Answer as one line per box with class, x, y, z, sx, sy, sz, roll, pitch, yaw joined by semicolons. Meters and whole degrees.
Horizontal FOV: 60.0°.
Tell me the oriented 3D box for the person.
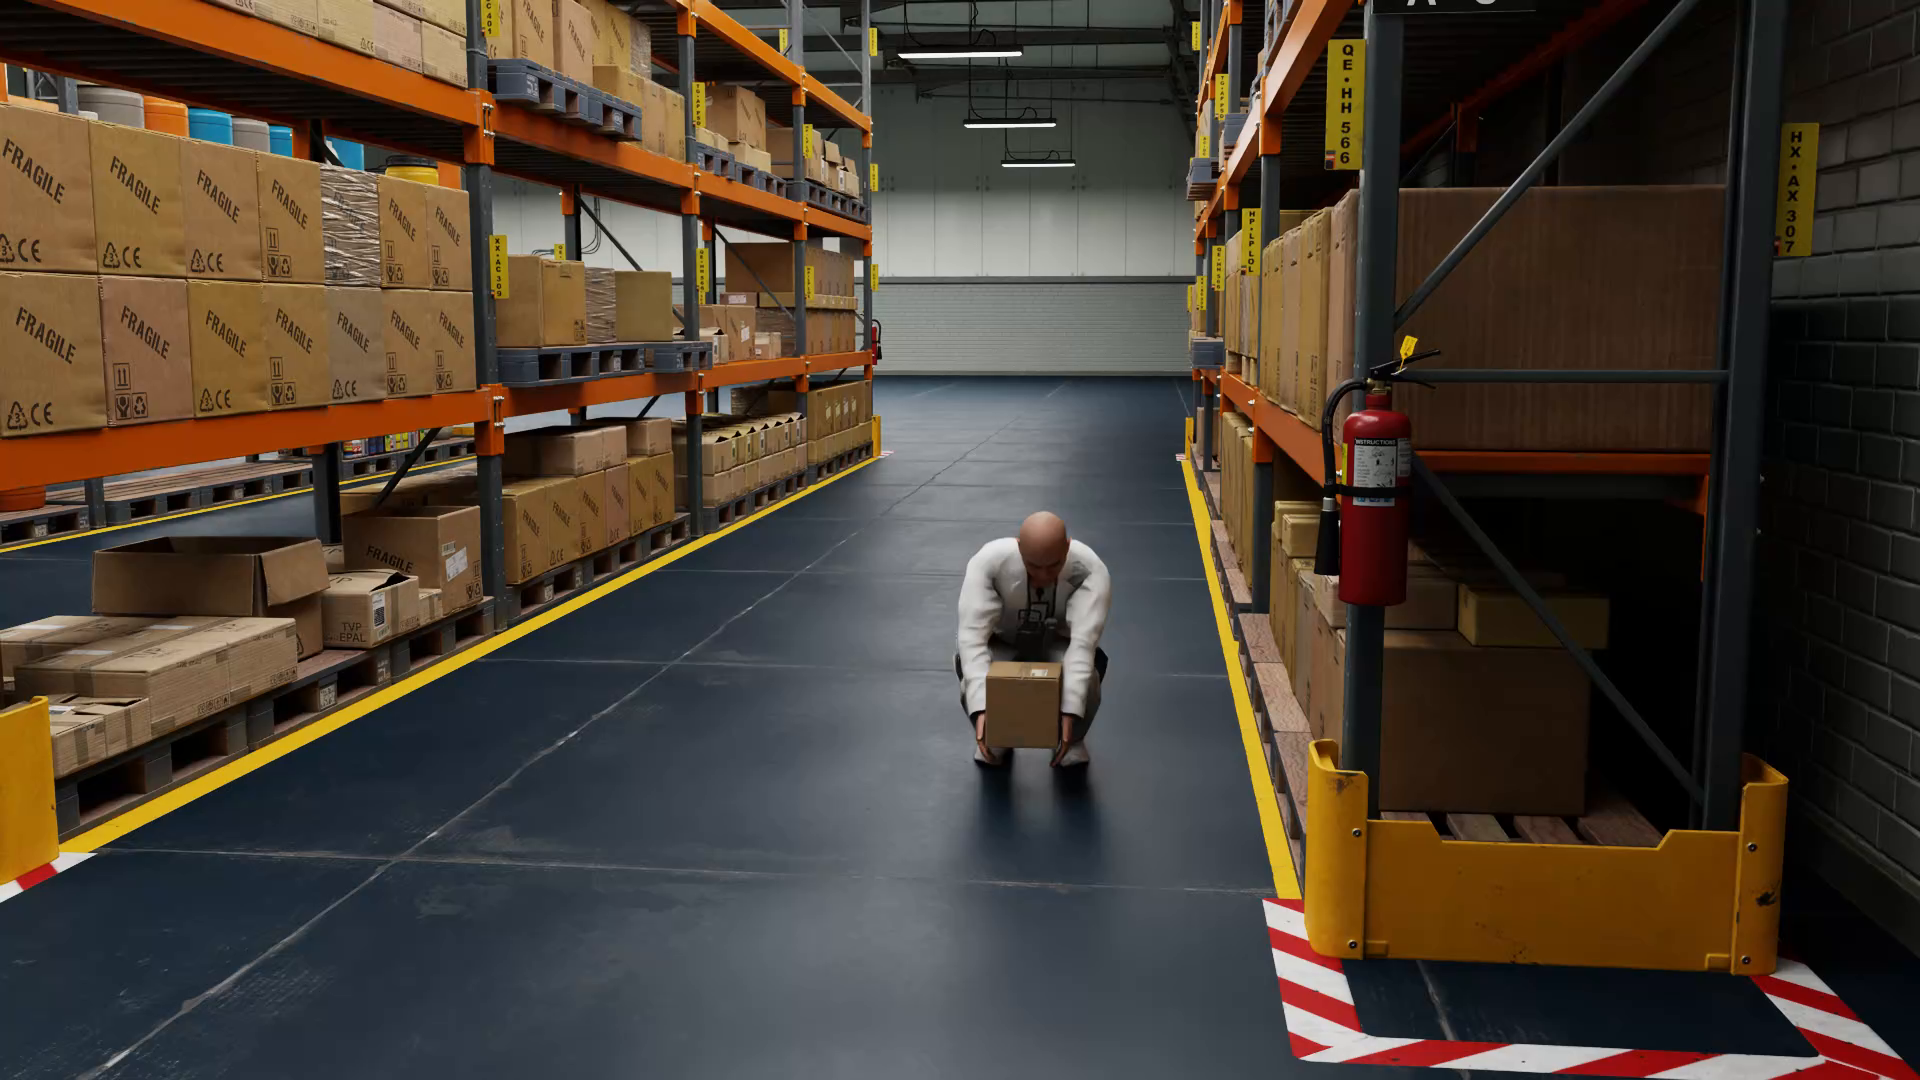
person;0.262;0.362;6.131;0.591;0.993;0.917;1;7;5
